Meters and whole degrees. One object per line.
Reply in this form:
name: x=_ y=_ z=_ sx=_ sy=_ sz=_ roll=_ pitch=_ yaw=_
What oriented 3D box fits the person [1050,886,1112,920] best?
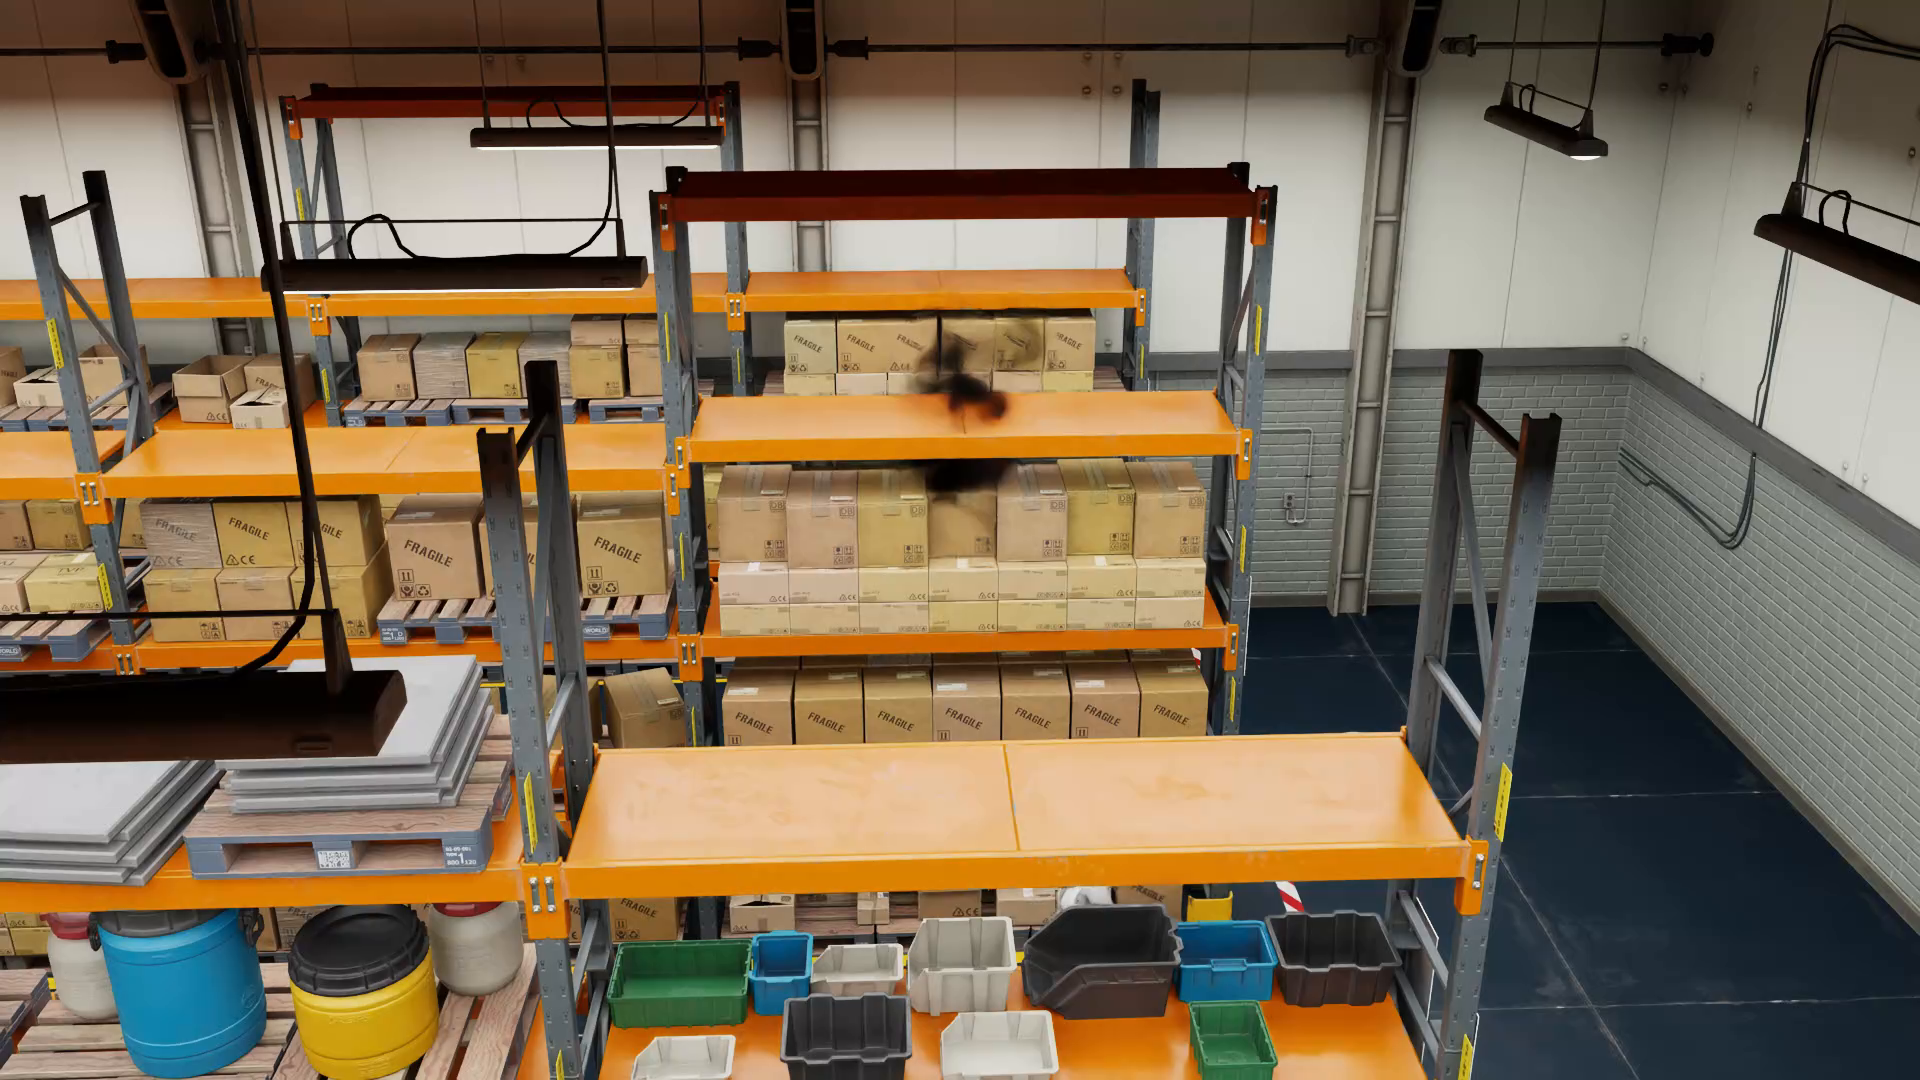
person: x=0.853 y=2.763 z=11.451 sx=0.603 sy=1.733 sz=0.693 roll=-5 pitch=23 yaw=-13
